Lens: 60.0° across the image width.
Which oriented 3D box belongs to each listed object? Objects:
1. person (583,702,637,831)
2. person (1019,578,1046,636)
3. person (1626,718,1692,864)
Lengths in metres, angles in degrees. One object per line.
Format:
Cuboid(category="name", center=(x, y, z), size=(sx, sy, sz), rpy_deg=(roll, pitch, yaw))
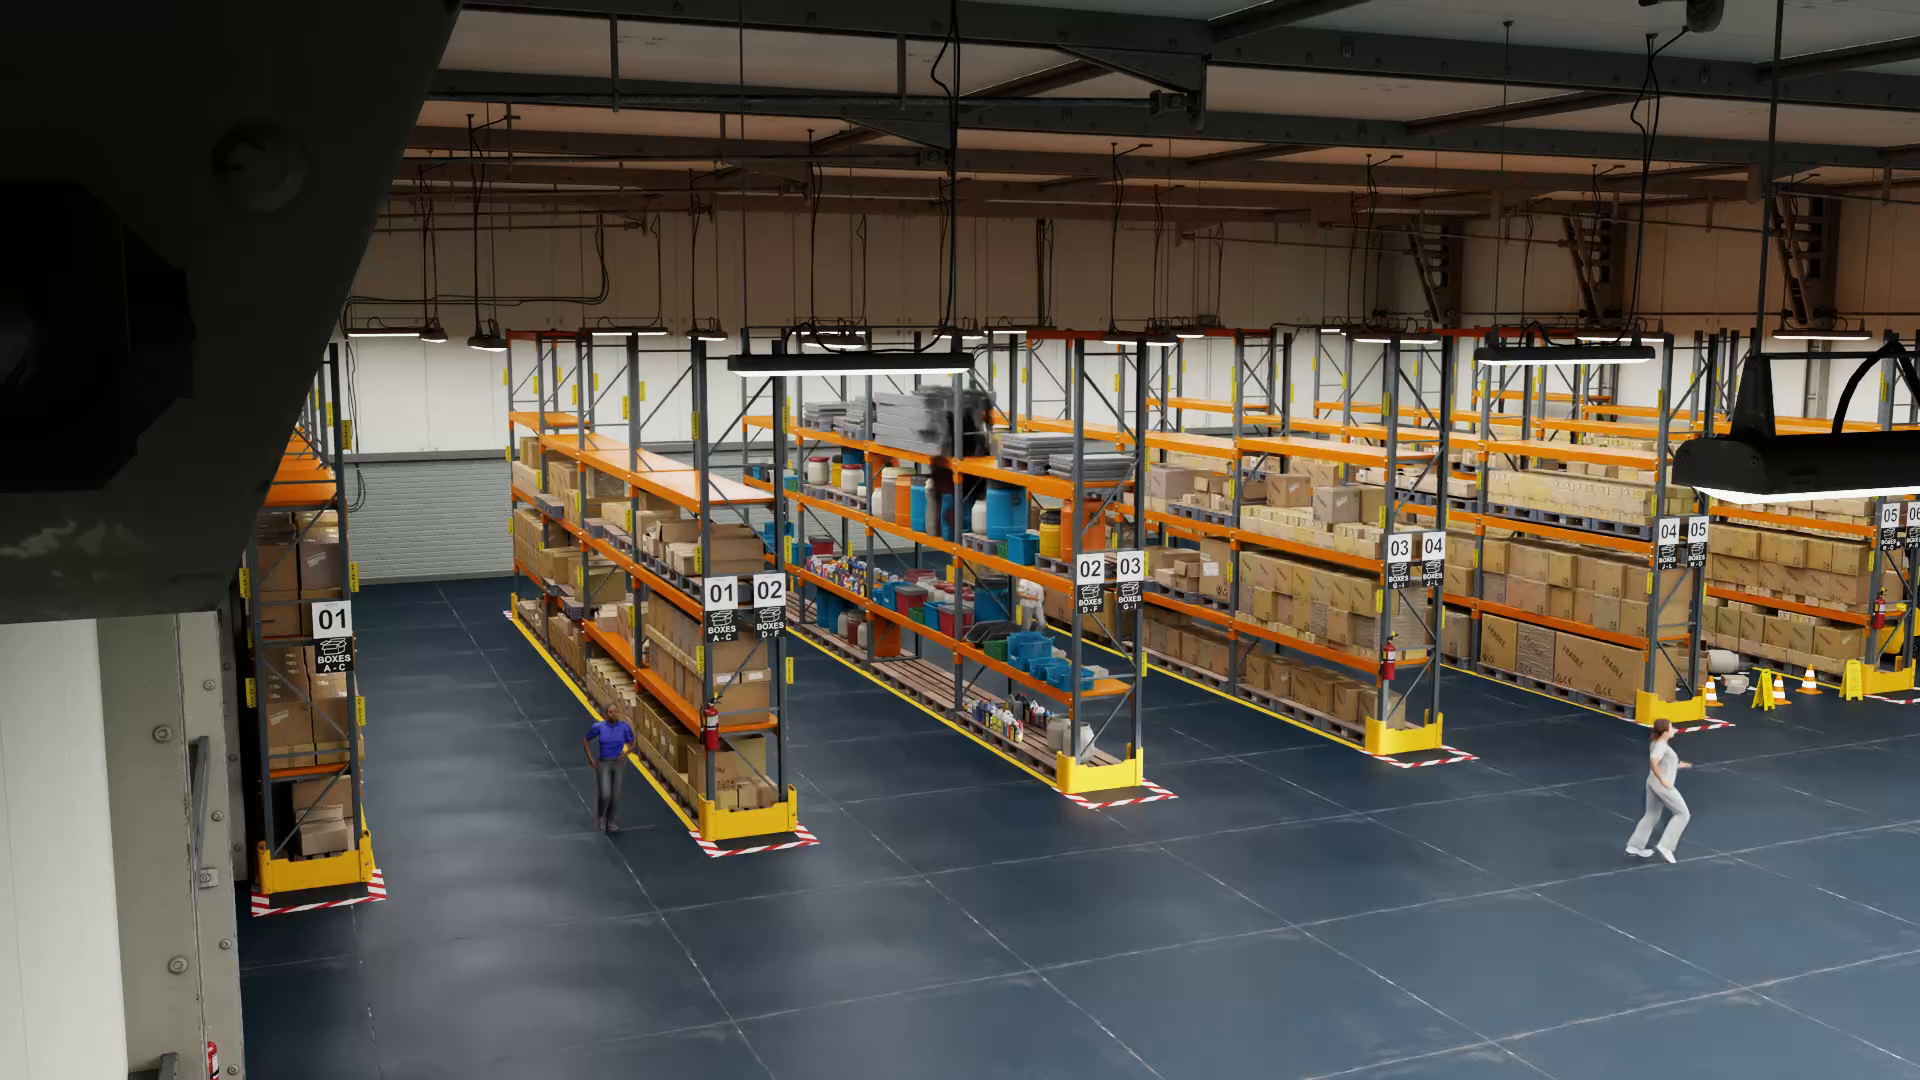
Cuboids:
Cuboid(category="person", center=(-4.245, 2.776, 20.272), size=(0.628, 1.614, 0.547), rpy_deg=(-3, 8, -20))
Cuboid(category="person", center=(1.379, 1.286, 31.260), size=(0.619, 1.711, 0.691), rpy_deg=(-4, 9, -24))
Cuboid(category="person", center=(8.121, 2.904, 19.264), size=(0.720, 1.703, 0.541), rpy_deg=(0, 8, 1))
